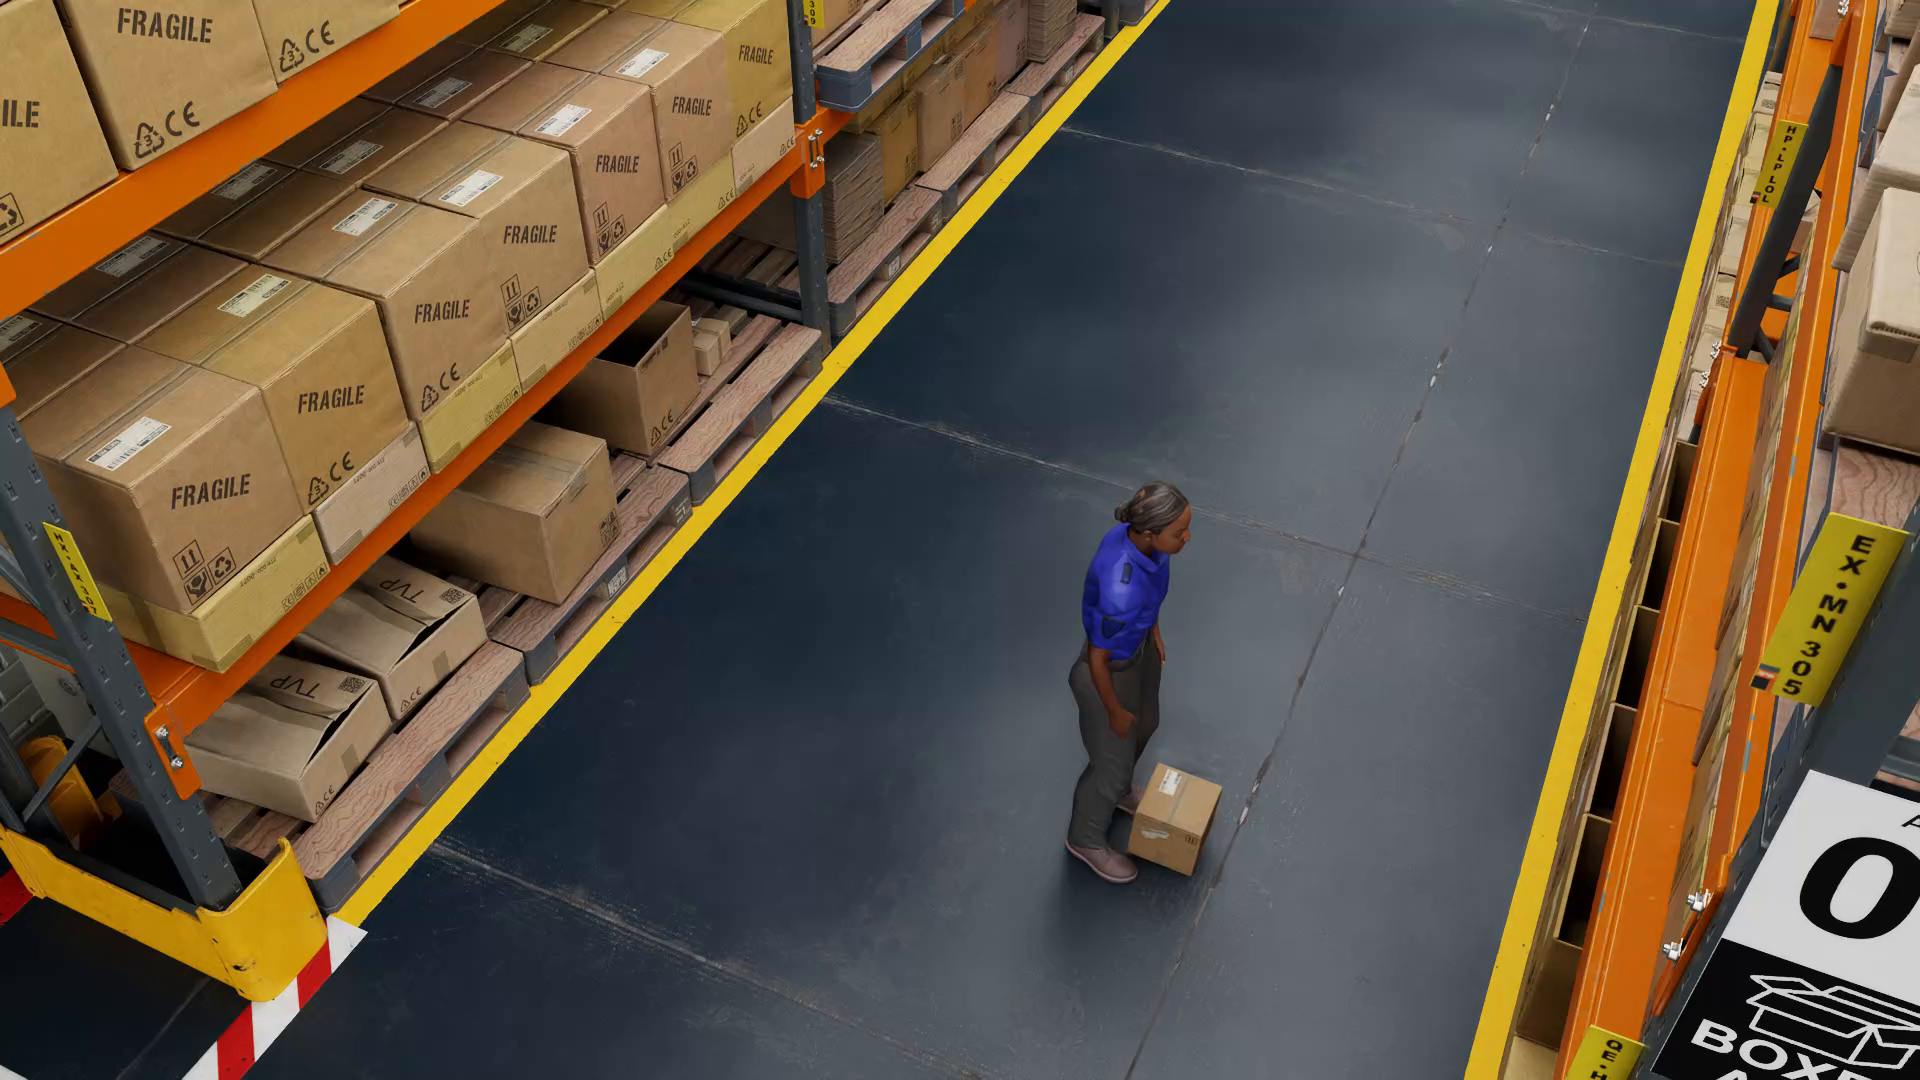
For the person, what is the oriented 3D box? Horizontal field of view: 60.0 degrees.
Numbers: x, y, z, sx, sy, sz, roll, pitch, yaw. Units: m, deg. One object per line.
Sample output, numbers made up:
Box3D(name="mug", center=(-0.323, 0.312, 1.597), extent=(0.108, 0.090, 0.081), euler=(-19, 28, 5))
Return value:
Box3D(name="person", center=(0.561, 0.456, 5.672), extent=(0.343, 1.641, 0.503), euler=(16, 45, 17))
